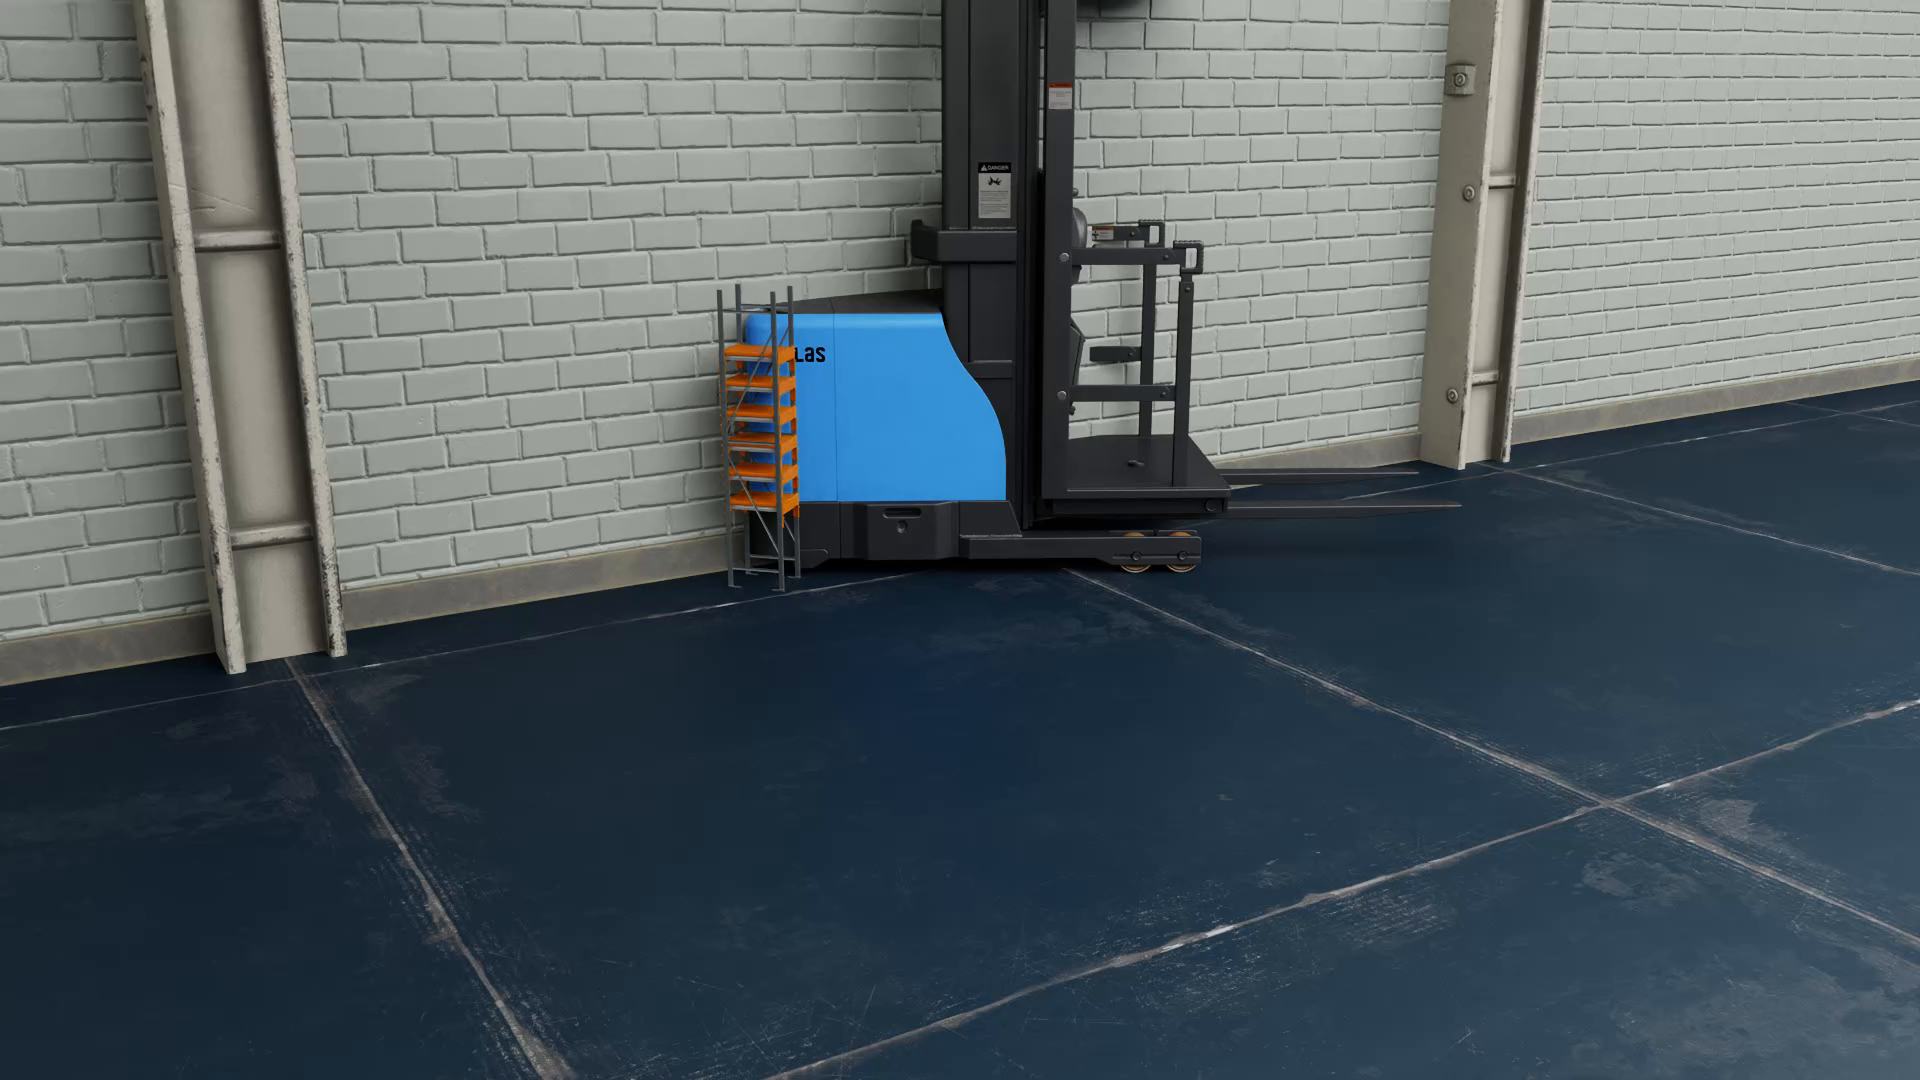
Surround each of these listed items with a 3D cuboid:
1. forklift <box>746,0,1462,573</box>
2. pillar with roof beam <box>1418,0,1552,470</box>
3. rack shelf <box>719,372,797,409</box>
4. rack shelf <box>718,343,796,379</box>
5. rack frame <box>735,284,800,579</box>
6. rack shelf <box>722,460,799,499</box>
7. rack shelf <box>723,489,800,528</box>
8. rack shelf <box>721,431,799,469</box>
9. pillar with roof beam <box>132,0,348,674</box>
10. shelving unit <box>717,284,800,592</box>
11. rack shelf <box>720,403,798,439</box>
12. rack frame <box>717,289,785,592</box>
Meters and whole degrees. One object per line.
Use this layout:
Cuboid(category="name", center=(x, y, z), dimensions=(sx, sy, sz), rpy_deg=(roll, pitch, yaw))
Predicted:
Cuboid(category="forklift", center=(0.622, -1.417, 7.036), dimensions=(3.031, 2.935, 1.130), rpy_deg=(-1, 16, -2))
Cuboid(category="pillar with roof beam", center=(4.921, -3.769, 4.183), dimensions=(0.400, 9.000, 9.100), rpy_deg=(-9, 18, -30))
Cuboid(category="rack shelf", center=(-0.797, -0.591, 6.571), dimensions=(0.258, 0.103, 0.180), rpy_deg=(4, 16, 15))
Cuboid(category="rack shelf", center=(-0.797, -0.707, 6.538), dimensions=(0.258, 0.103, 0.180), rpy_deg=(4, 16, 15))
Cuboid(category="rack frame", center=(-0.773, -0.427, 6.708), dimensions=(0.240, 1.200, 0.006), rpy_deg=(4, 16, 15))
Cuboid(category="rack shelf", center=(-0.797, -0.244, 6.668), dimensions=(0.258, 0.103, 0.180), rpy_deg=(4, 16, 15))
Cuboid(category="rack shelf", center=(-0.797, -0.129, 6.700), dimensions=(0.258, 0.103, 0.180), rpy_deg=(4, 16, 15))
Cuboid(category="rack shelf", center=(-0.797, -0.360, 6.635), dimensions=(0.258, 0.103, 0.180), rpy_deg=(4, 16, 15))
Cuboid(category="pillar with roof beam", center=(-0.222, -2.935, 1.207), dimensions=(0.400, 9.000, 9.100), rpy_deg=(-9, 18, -30))
Cuboid(category="shelving unit", center=(-0.797, -0.403, 6.623), dimensions=(0.258, 1.200, 0.189), rpy_deg=(4, 16, 15))
Cuboid(category="rack shelf", center=(-0.797, -0.475, 6.603), dimensions=(0.258, 0.103, 0.180), rpy_deg=(4, 16, 15))
Cuboid(category="rack frame", center=(-0.821, -0.379, 6.538), dimensions=(0.240, 1.200, 0.006), rpy_deg=(4, 16, 15))
